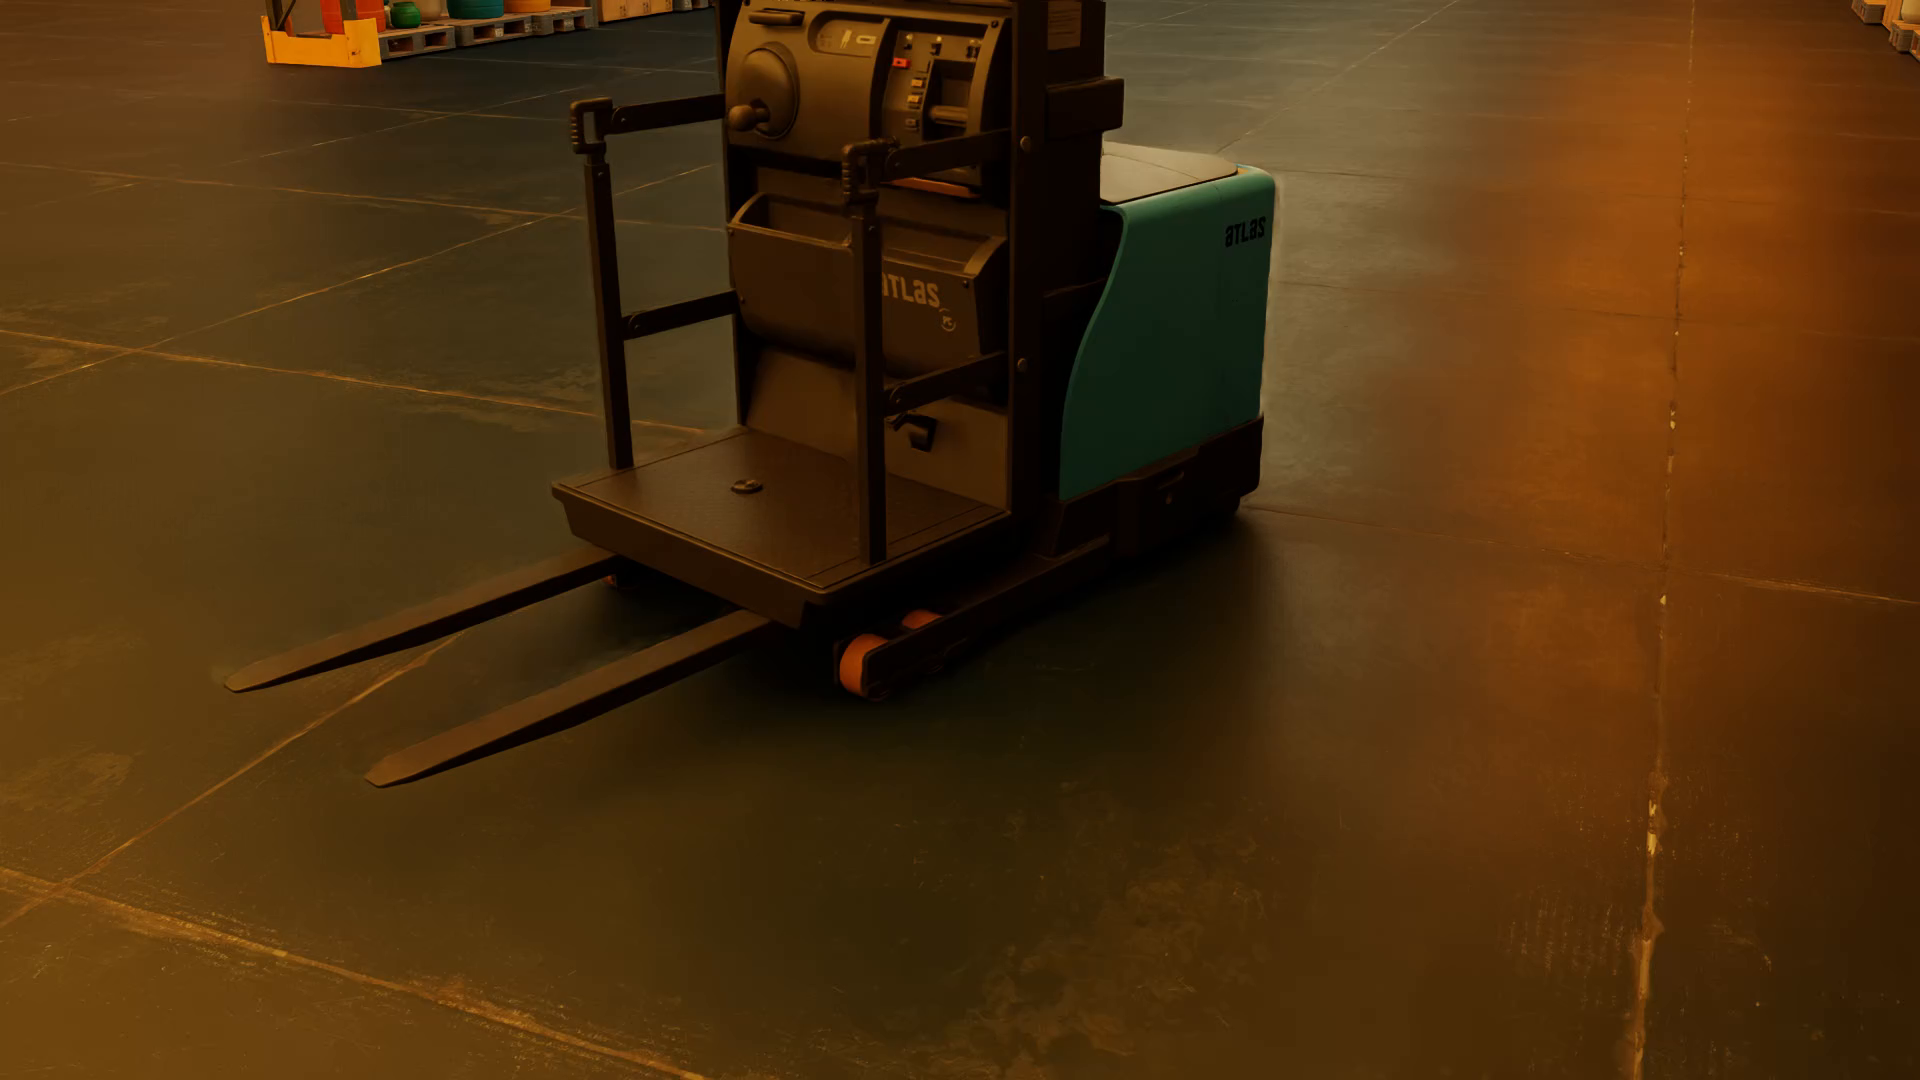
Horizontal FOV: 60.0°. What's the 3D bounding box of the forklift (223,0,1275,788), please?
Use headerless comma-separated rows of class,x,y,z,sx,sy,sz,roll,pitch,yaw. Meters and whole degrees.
forklift,-0.402,-1.172,4.097,1.130,2.935,3.031,19,29,38
